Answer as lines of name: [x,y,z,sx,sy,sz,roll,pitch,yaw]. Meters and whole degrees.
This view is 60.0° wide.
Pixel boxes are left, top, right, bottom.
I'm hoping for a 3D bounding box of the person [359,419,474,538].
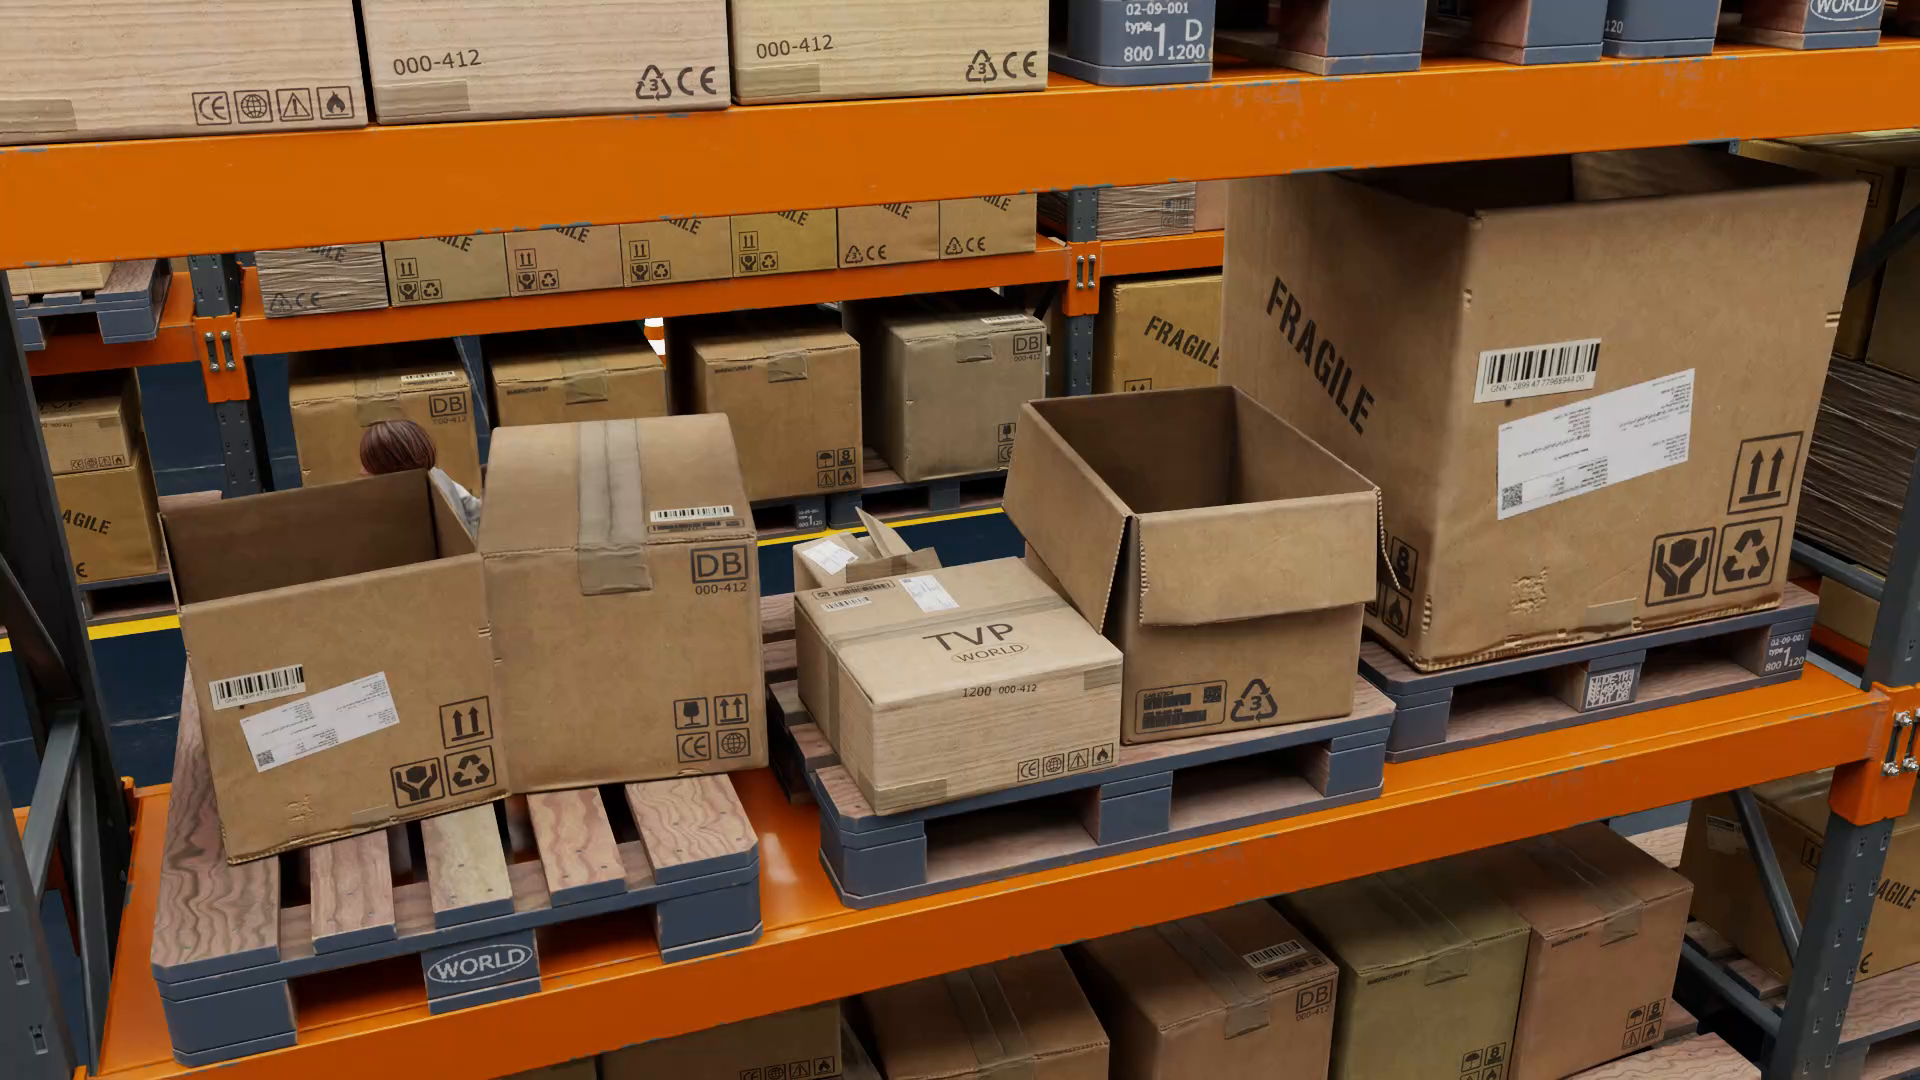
person: [-1.602,0.256,5.445,0.782,1.446,0.522,-11,25,-24]
